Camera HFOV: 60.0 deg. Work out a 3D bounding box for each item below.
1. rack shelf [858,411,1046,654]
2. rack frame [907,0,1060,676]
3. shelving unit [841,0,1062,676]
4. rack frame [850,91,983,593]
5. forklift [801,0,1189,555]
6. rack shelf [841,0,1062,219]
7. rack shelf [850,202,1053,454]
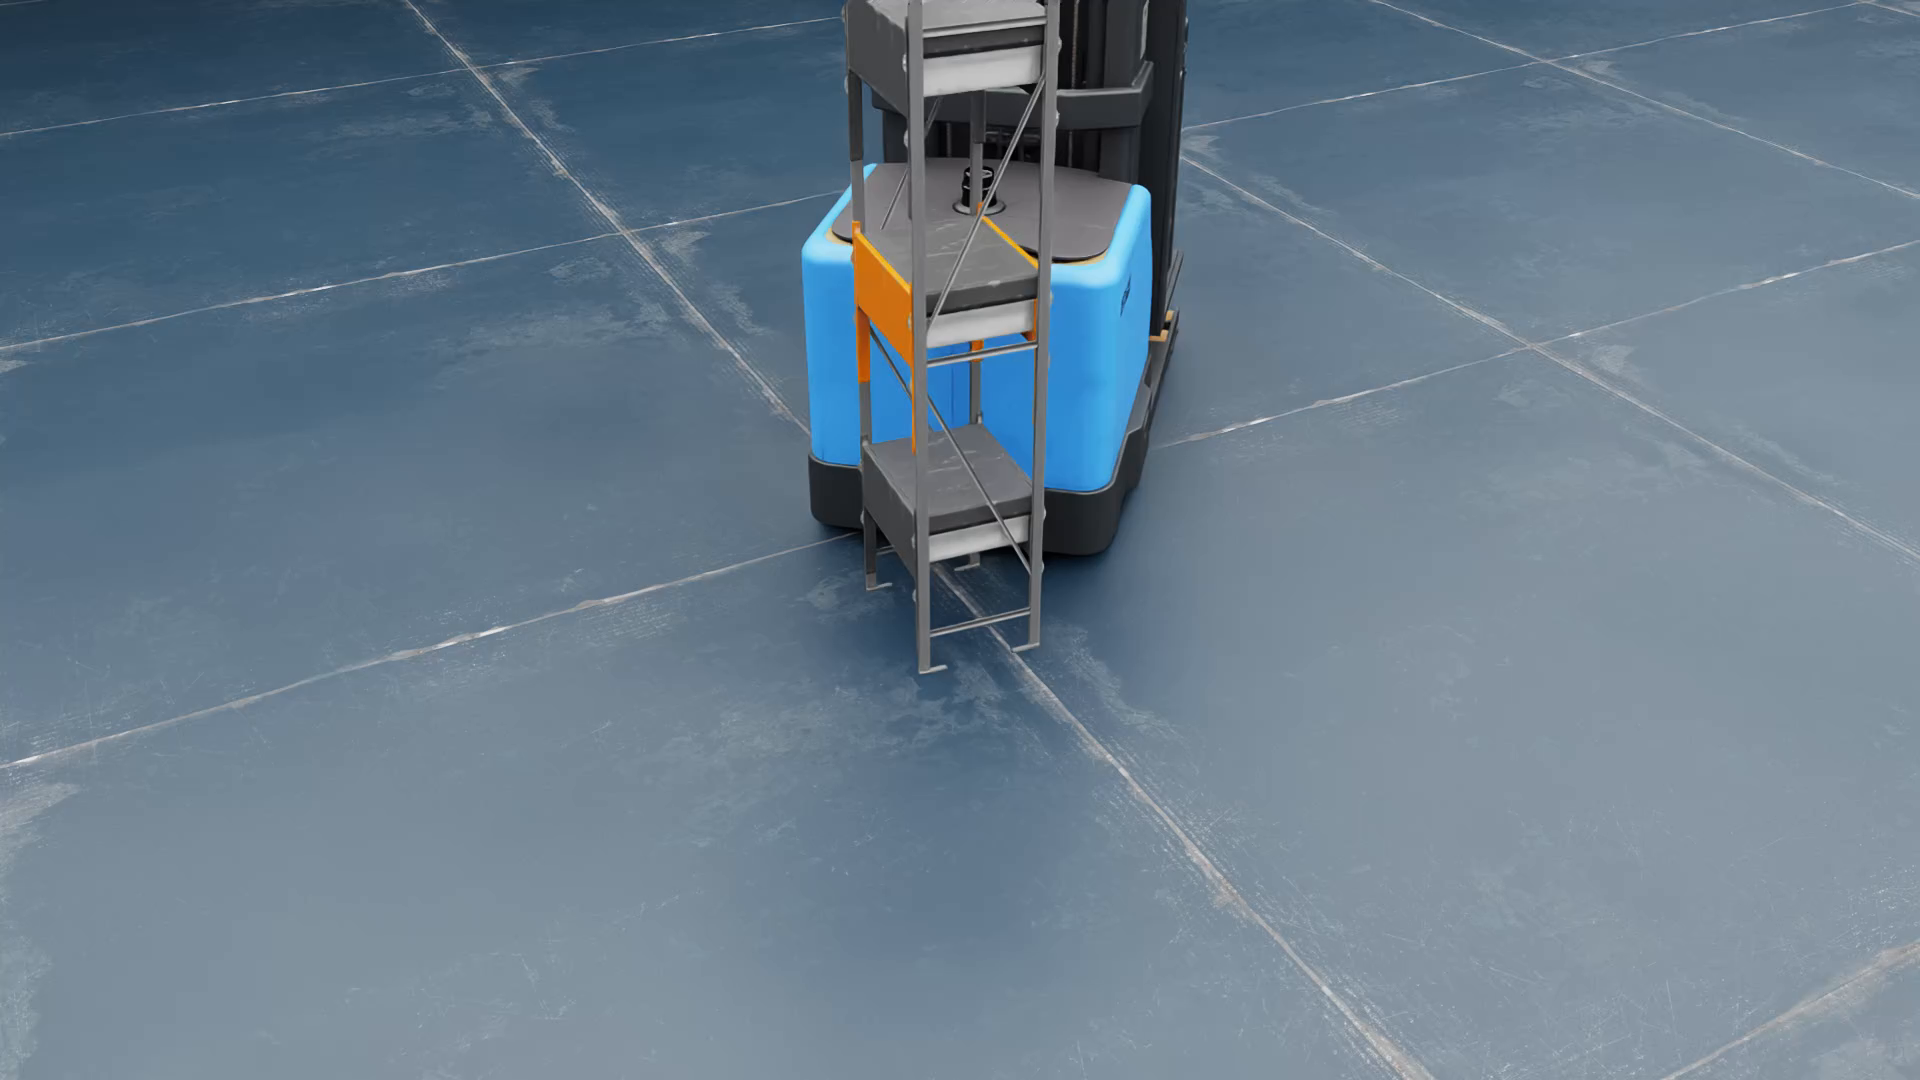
[{"bbox_3d":[-0.030,-0.031,5.175,0.431,0.518,0.480,-12,35,-18],"label":"rack shelf"},{"bbox_3d":[0.061,-0.510,4.599,0.400,2.100,0.015,-12,35,-18],"label":"rack frame"},{"bbox_3d":[-0.030,-0.632,4.790,0.431,2.100,0.503,-12,35,-18],"label":"shelving unit"},{"bbox_3d":[-0.122,-0.754,4.980,0.400,2.100,0.015,-12,35,-18],"label":"rack frame"},{"bbox_3d":[0.308,-1.969,6.107,1.130,2.935,3.031,7,33,11],"label":"forklift"},{"bbox_3d":[-0.030,-1.210,4.420,0.431,0.518,0.480,-12,35,-18],"label":"rack shelf"},{"bbox_3d":[-0.030,-0.620,4.797,0.431,0.518,0.480,-12,35,-18],"label":"rack shelf"}]
